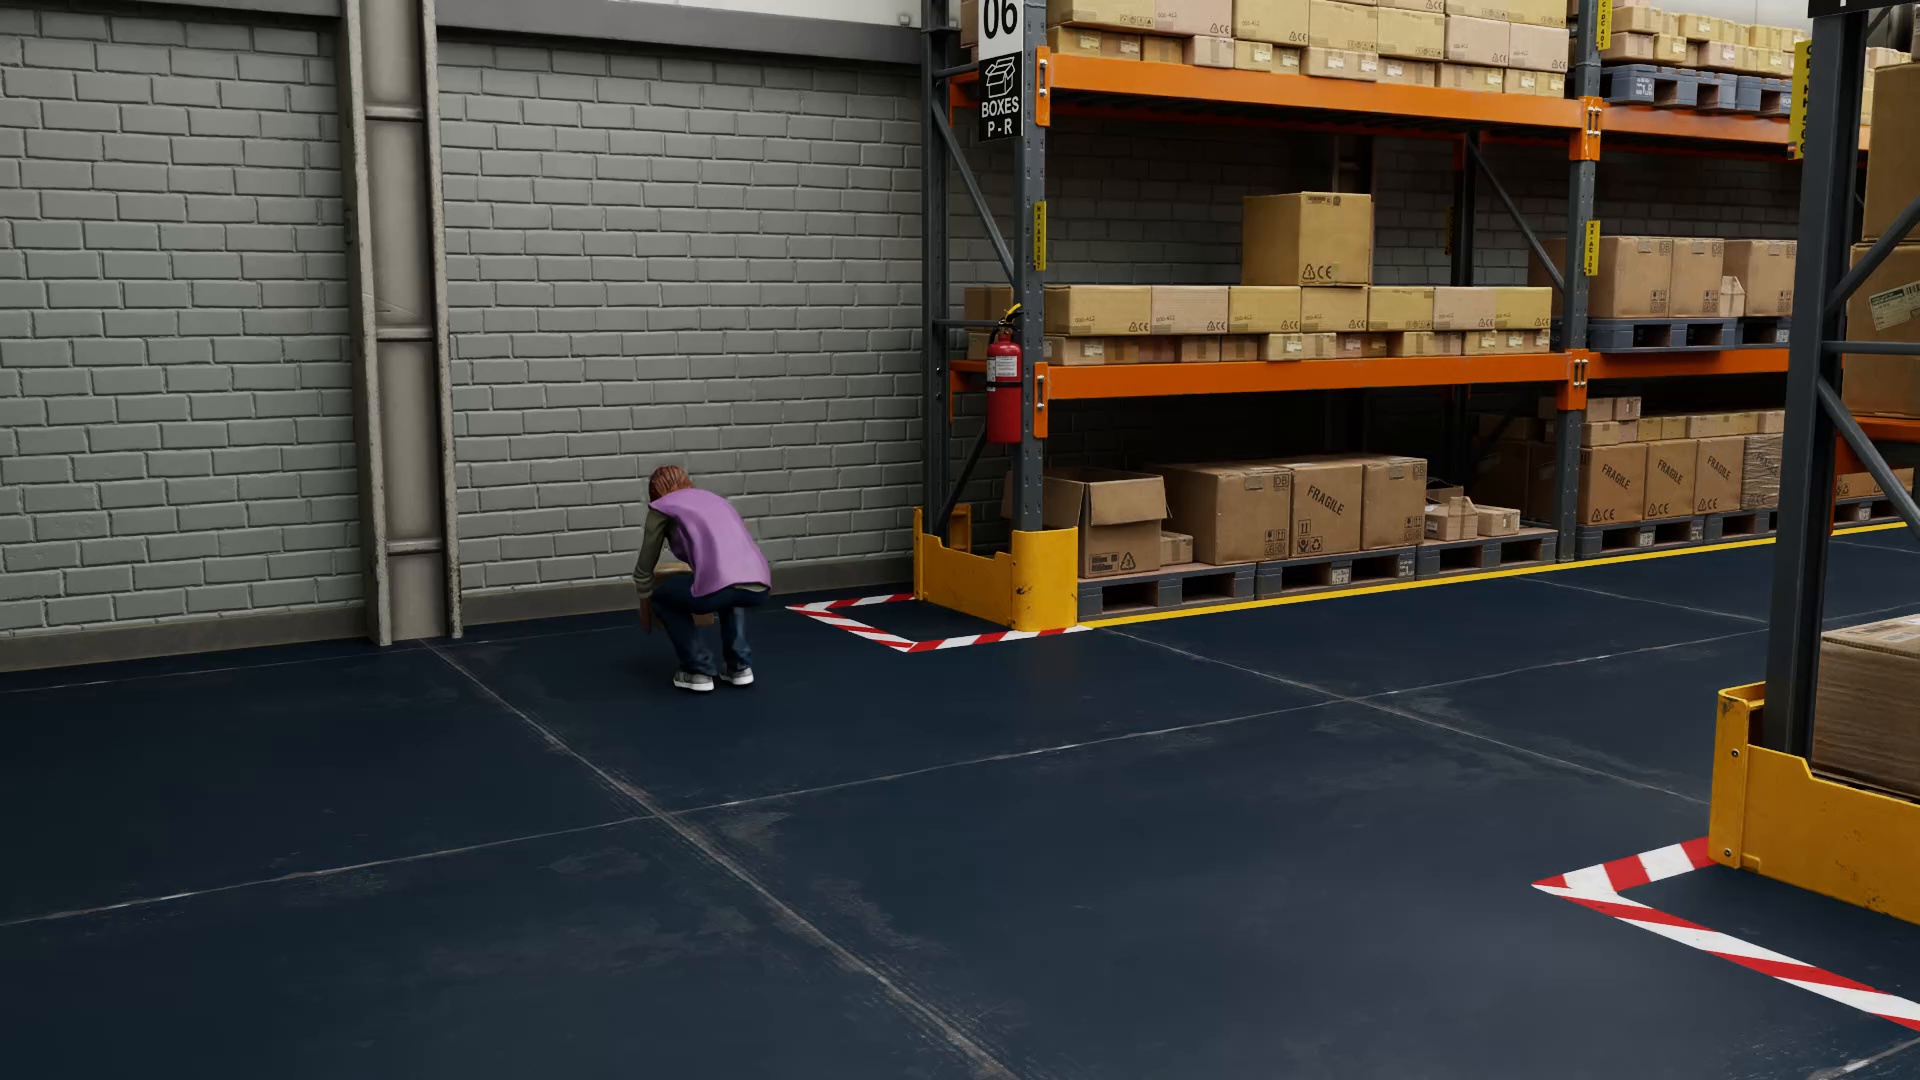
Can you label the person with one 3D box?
[{"bbox_3d":[-1.114,0.181,7.133,0.467,0.876,0.801,-5,10,-31],"label":"person"}]
